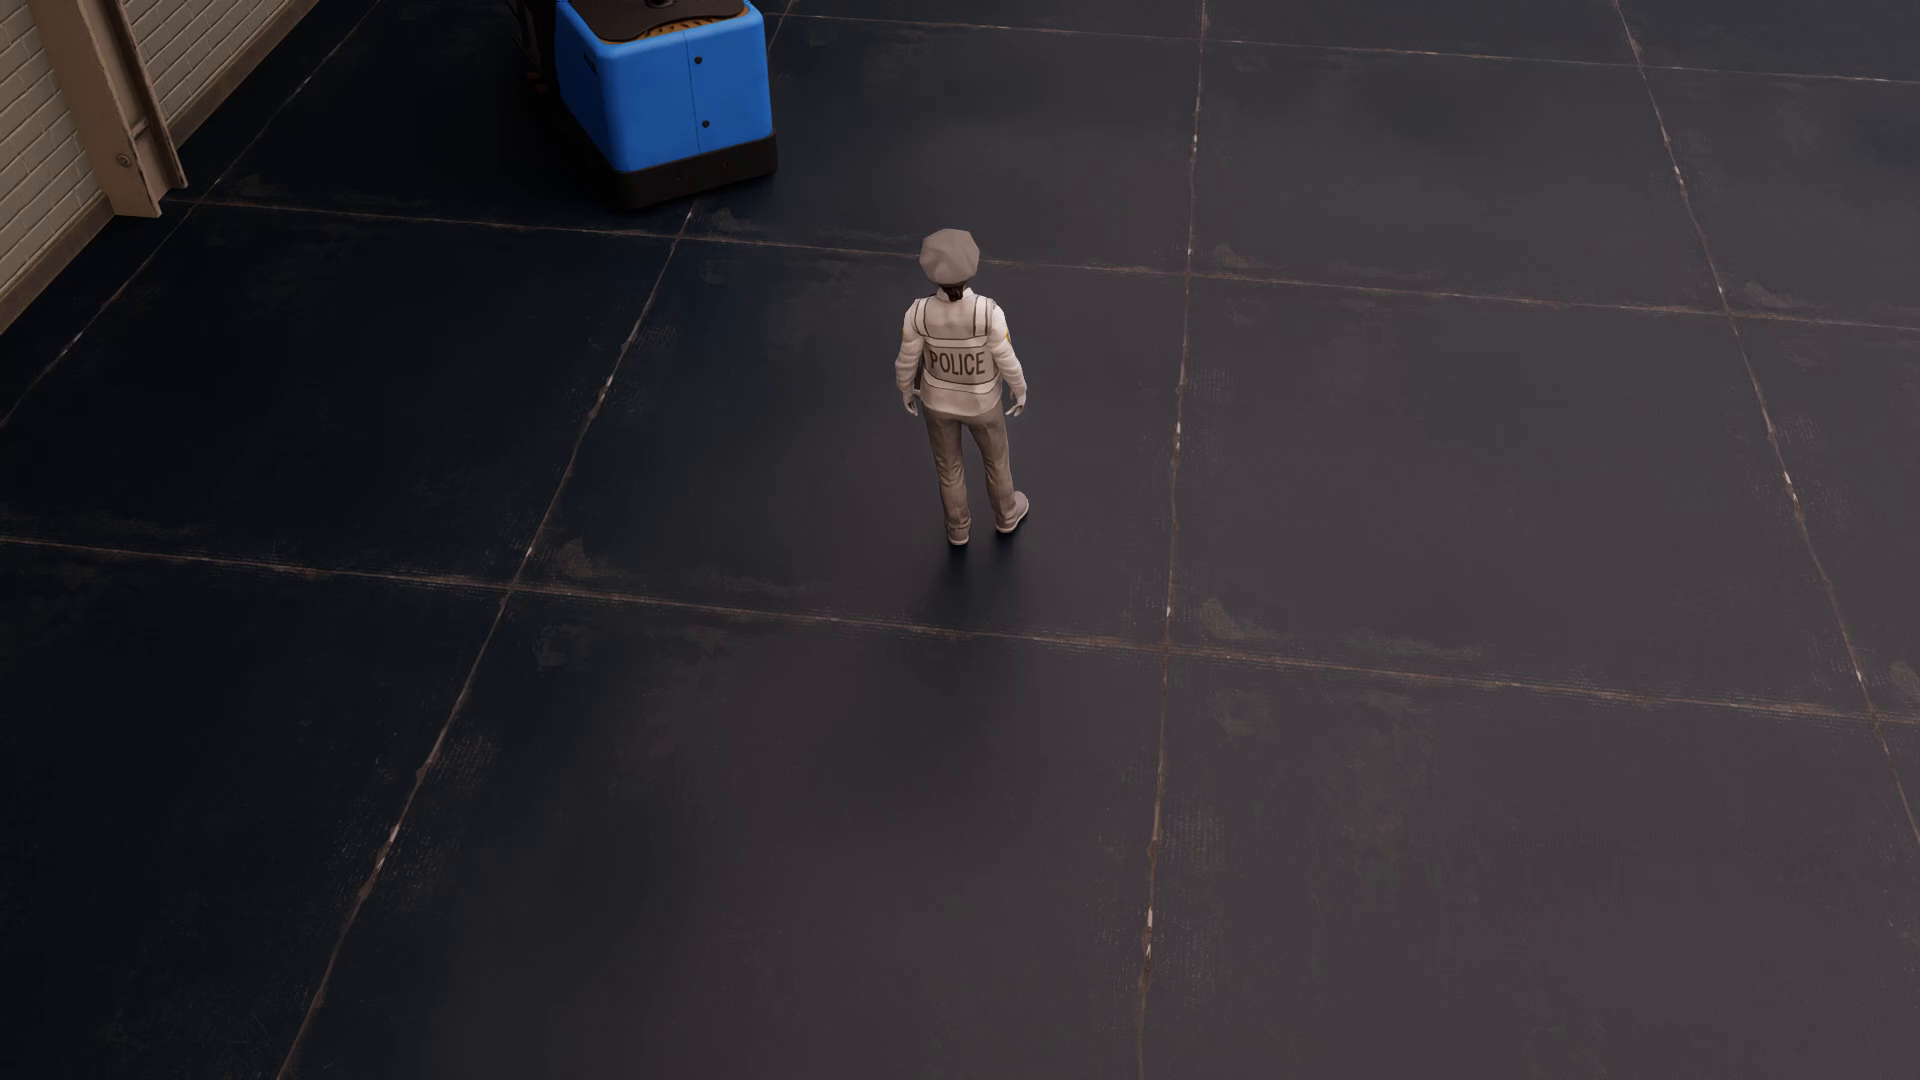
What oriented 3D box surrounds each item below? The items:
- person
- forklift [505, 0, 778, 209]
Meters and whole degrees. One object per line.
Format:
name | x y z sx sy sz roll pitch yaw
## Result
person | 0.016 -0.675 7.362 0.587 1.694 0.530 5 43 6
forklift | -2.267 -4.052 10.135 1.130 2.935 3.031 -20 46 -20
